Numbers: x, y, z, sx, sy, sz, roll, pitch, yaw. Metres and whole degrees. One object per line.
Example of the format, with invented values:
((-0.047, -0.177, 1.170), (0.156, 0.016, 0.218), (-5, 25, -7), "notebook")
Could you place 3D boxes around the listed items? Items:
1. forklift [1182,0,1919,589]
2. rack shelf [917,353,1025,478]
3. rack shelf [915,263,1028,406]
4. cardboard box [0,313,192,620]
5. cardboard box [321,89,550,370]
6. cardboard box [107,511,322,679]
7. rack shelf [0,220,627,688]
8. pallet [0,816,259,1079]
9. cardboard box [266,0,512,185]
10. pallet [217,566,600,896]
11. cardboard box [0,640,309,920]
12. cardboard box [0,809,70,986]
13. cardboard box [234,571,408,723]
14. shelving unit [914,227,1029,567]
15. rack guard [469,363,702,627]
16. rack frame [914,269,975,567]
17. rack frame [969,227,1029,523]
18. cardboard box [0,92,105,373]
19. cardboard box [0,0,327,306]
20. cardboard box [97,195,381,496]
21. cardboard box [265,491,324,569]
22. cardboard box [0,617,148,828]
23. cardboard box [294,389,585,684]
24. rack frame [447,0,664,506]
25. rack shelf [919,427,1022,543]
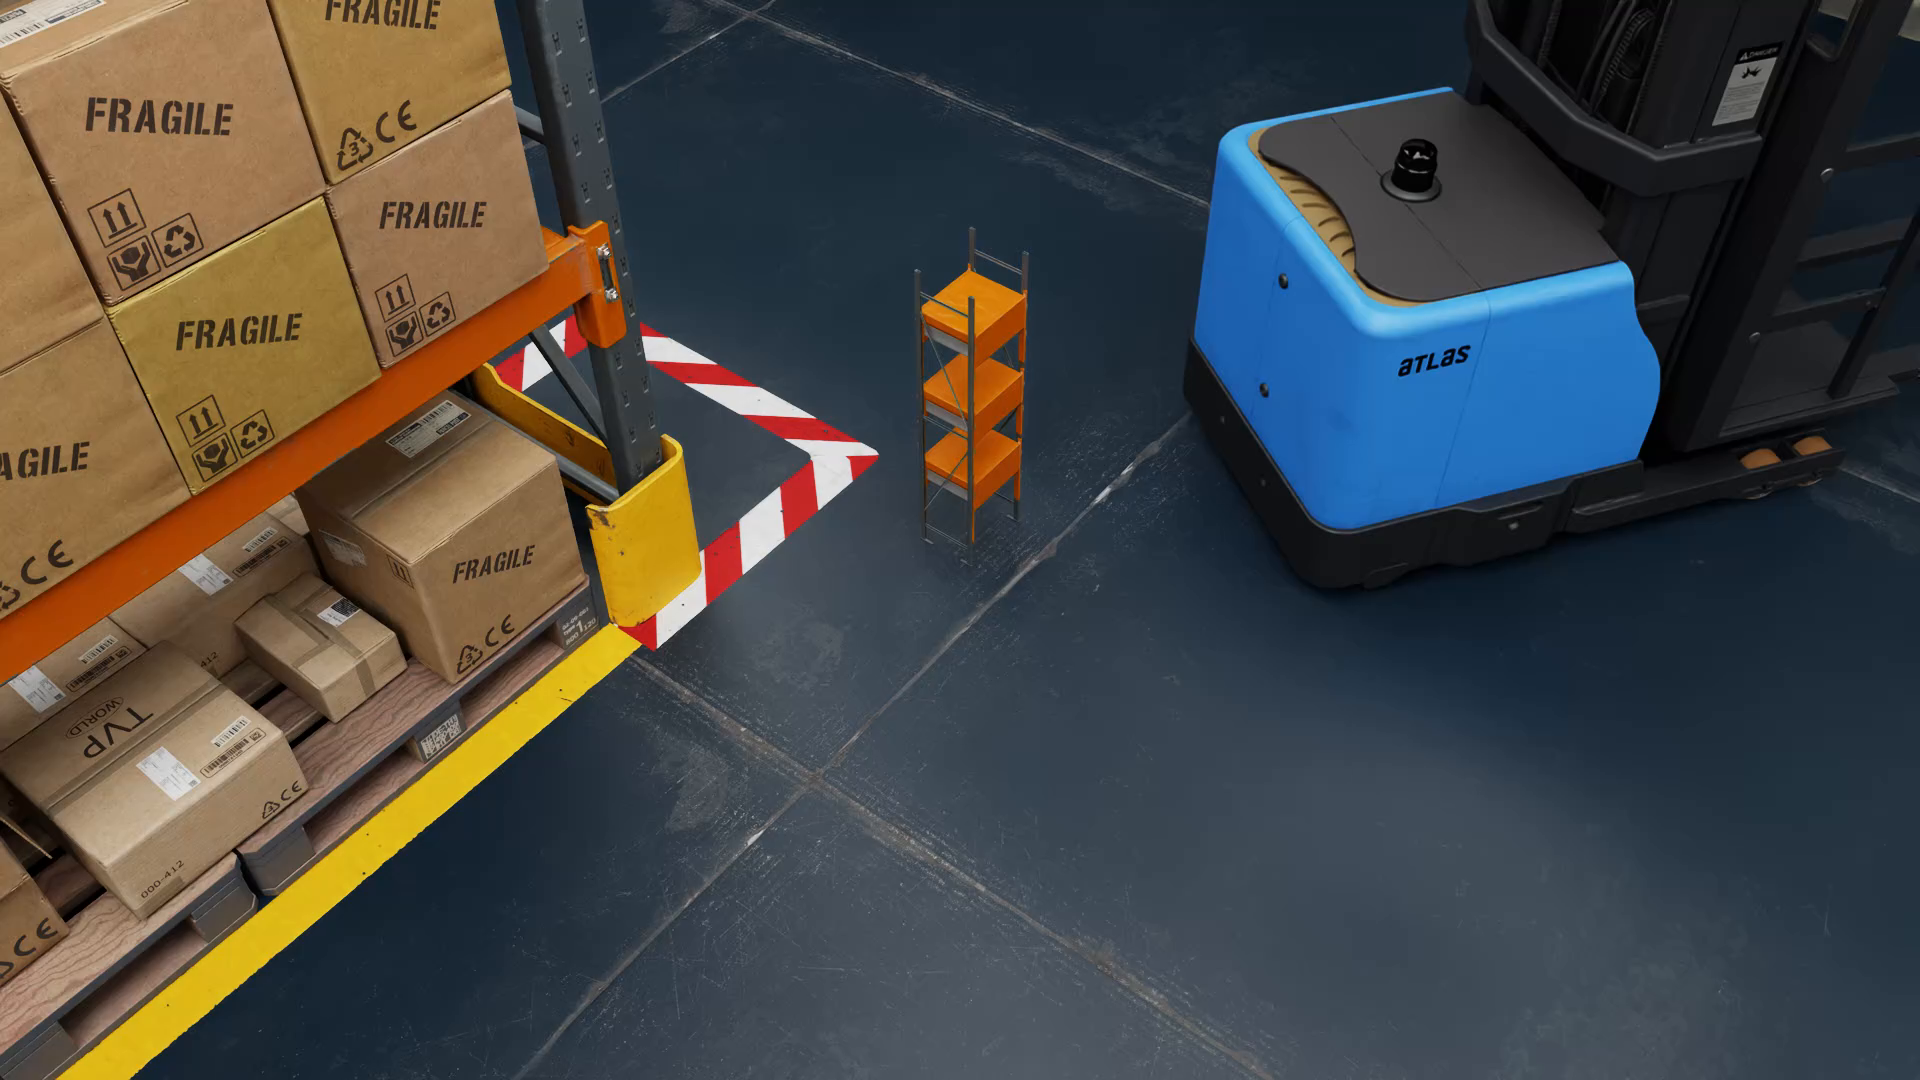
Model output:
((2.328, -1.496, 4.652), (3.031, 2.935, 1.130), (-13, 48, -12), "forklift")
((0.033, -0.386, 4.907), (0.215, 0.259, 0.240), (29, 53, 25), "rack shelf")
((0.033, -0.582, 4.702), (0.215, 0.259, 0.240), (29, 53, 25), "rack shelf")
((-1.979, -0.231, 3.327), (0.500, 0.500, 0.500), (30, 53, 25), "cardboard box")
((-1.355, -0.812, 3.882), (0.500, 0.500, 0.500), (31, 54, 26), "cardboard box")
((-2.159, 0.115, 4.663), (0.500, 0.250, 0.500), (29, 53, 25), "cardboard box")
((-2.519, 0.239, 3.445), (1.077, 0.370, 4.000), (29, 53, 25), "rack shelf")
((-2.576, 1.004, 4.145), (1.003, 0.211, 1.213), (29, 53, 25), "pallet")
((-1.351, -1.158, 3.521), (0.500, 0.500, 0.500), (29, 53, 25), "cardboard box")
((-1.830, 0.309, 4.809), (1.003, 0.211, 1.213), (29, 53, 25), "pallet")
((-2.038, 0.594, 4.206), (0.500, 0.250, 0.500), (29, 53, 25), "cardboard box")
((-2.597, 0.768, 3.865), (0.797, 0.503, 0.637), (29, 53, 25), "cardboard box")
((-1.753, 0.284, 4.559), (0.380, 0.166, 0.250), (29, 53, 25), "cardboard box")
((0.033, -0.393, 4.900), (0.215, 1.050, 0.252), (29, 53, 25), "shelving unit")
((-1.343, -0.247, 5.141), (1.175, 0.500, 0.348), (29, 53, 25), "rack guard")
((-0.042, -0.323, 4.833), (0.200, 1.050, 0.008), (29, 53, 25), "rack frame")
((0.107, -0.463, 4.966), (0.200, 1.050, 0.008), (29, 53, 25), "rack frame")
((-1.972, -0.570, 2.959), (0.500, 0.500, 0.500), (31, 54, 26), "cardboard box")
((-1.659, -0.869, 3.245), (0.500, 0.500, 0.500), (31, 54, 26), "cardboard box")
((-1.669, -0.514, 3.597), (0.500, 0.500, 0.500), (30, 53, 25), "cardboard box")
((-1.977, -0.097, 4.923), (0.380, 0.166, 0.250), (29, 53, 25), "cardboard box")
((-2.465, 0.401, 4.389), (0.500, 0.250, 0.500), (29, 53, 25), "cardboard box")
((-1.434, -0.023, 4.622), (0.500, 0.500, 0.500), (29, 53, 25), "cardboard box")
((-1.296, -1.154, 4.278), (1.000, 3.000, 0.127), (29, 53, 25), "rack frame")
((0.033, -0.194, 5.108), (0.215, 0.259, 0.240), (29, 53, 25), "rack shelf")
